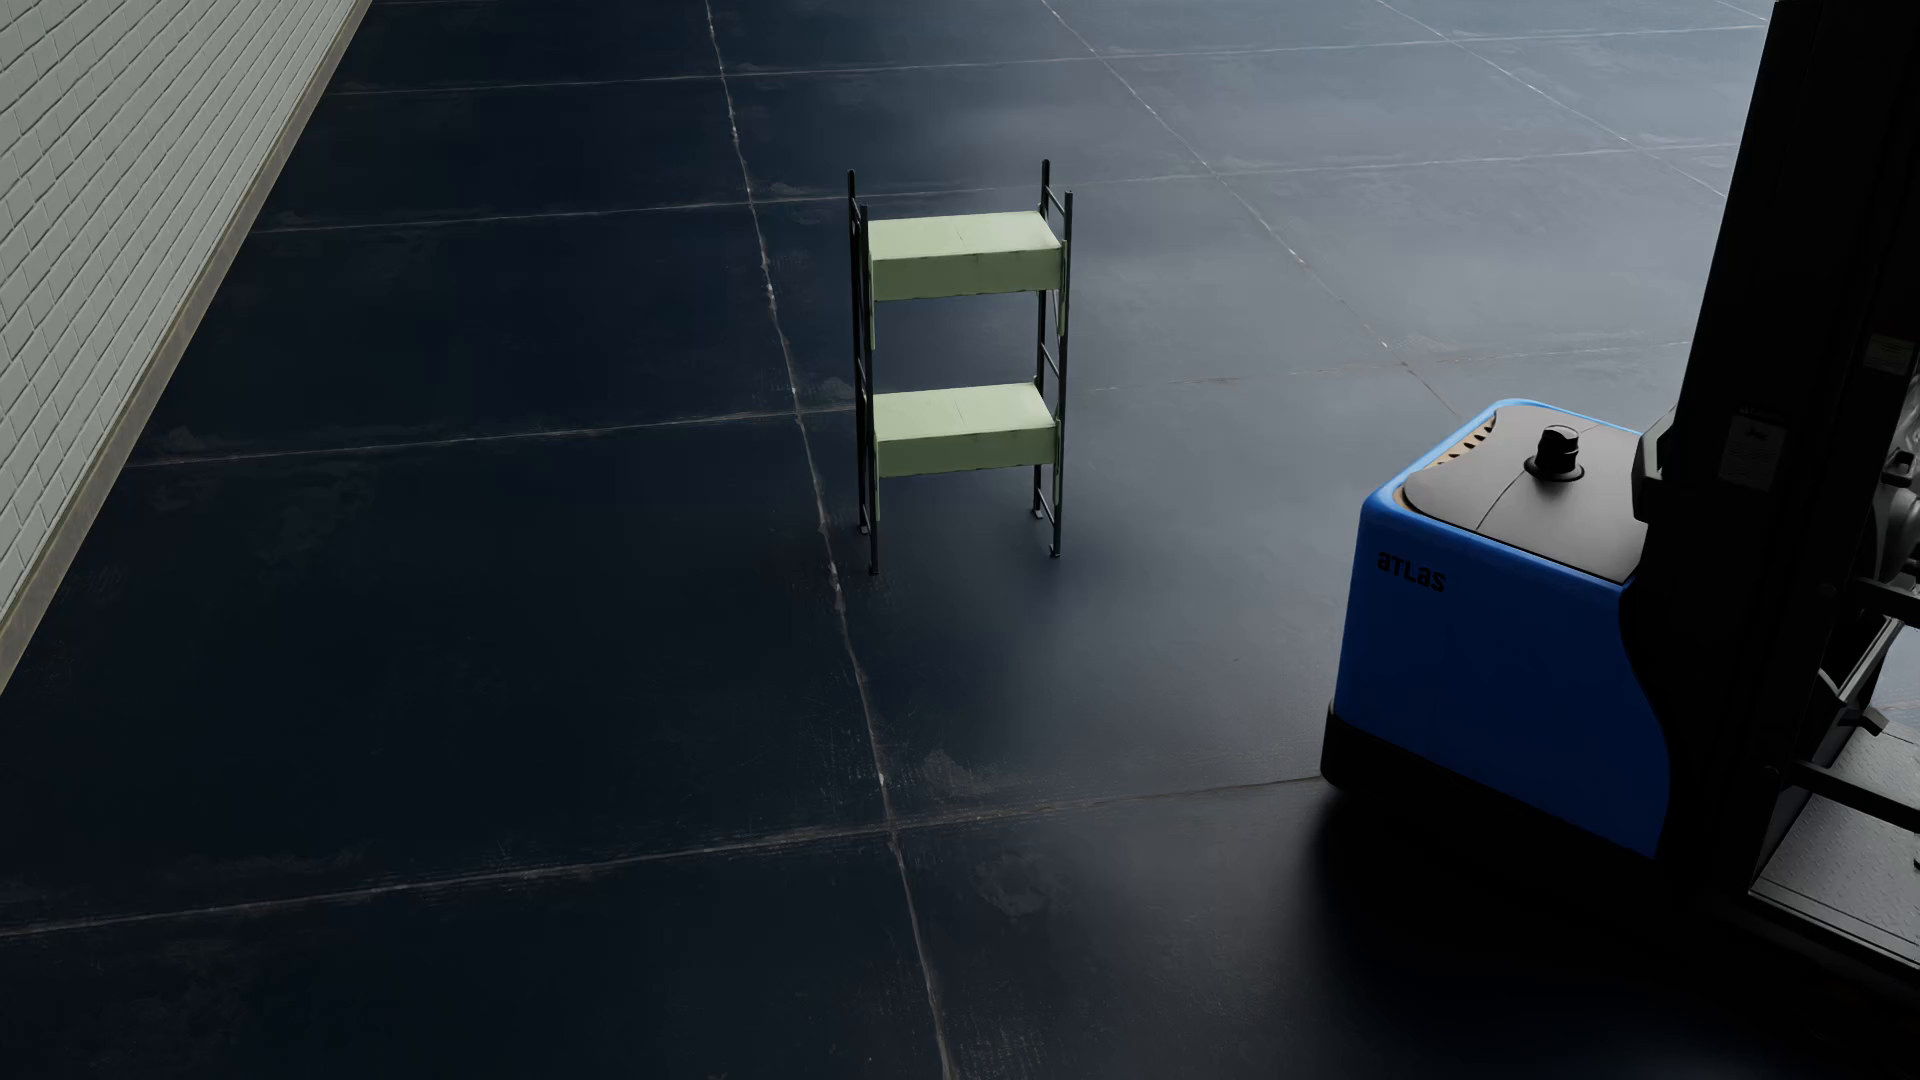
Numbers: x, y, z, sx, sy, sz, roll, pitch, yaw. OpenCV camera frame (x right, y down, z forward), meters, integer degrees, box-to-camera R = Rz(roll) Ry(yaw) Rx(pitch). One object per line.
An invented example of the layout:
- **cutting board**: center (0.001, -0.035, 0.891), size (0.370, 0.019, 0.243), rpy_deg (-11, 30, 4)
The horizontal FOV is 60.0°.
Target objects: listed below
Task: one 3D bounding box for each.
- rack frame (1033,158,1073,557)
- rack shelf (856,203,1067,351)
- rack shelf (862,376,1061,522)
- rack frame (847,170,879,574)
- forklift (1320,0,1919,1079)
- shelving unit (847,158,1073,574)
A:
- **rack frame**: center (0.353, -0.679, 6.426), size (0.023, 1.500, 0.400), rpy_deg (-5, 31, -9)
- **rack shelf**: center (-0.007, -0.982, 6.171), size (0.720, 0.370, 0.431), rpy_deg (-5, 31, -9)
- **rack shelf**: center (-0.007, -0.365, 6.534), size (0.720, 0.370, 0.431), rpy_deg (-5, 31, -9)
- **rack frame**: center (-0.367, -0.612, 6.312), size (0.023, 1.500, 0.400), rpy_deg (-5, 31, -9)
- **forklift**: center (2.604, -0.151, 4.115), size (3.031, 2.935, 1.130), rpy_deg (24, 38, 34)
- **shelving unit**: center (-0.007, -0.646, 6.369), size (0.755, 1.500, 0.431), rpy_deg (-5, 31, -9)
